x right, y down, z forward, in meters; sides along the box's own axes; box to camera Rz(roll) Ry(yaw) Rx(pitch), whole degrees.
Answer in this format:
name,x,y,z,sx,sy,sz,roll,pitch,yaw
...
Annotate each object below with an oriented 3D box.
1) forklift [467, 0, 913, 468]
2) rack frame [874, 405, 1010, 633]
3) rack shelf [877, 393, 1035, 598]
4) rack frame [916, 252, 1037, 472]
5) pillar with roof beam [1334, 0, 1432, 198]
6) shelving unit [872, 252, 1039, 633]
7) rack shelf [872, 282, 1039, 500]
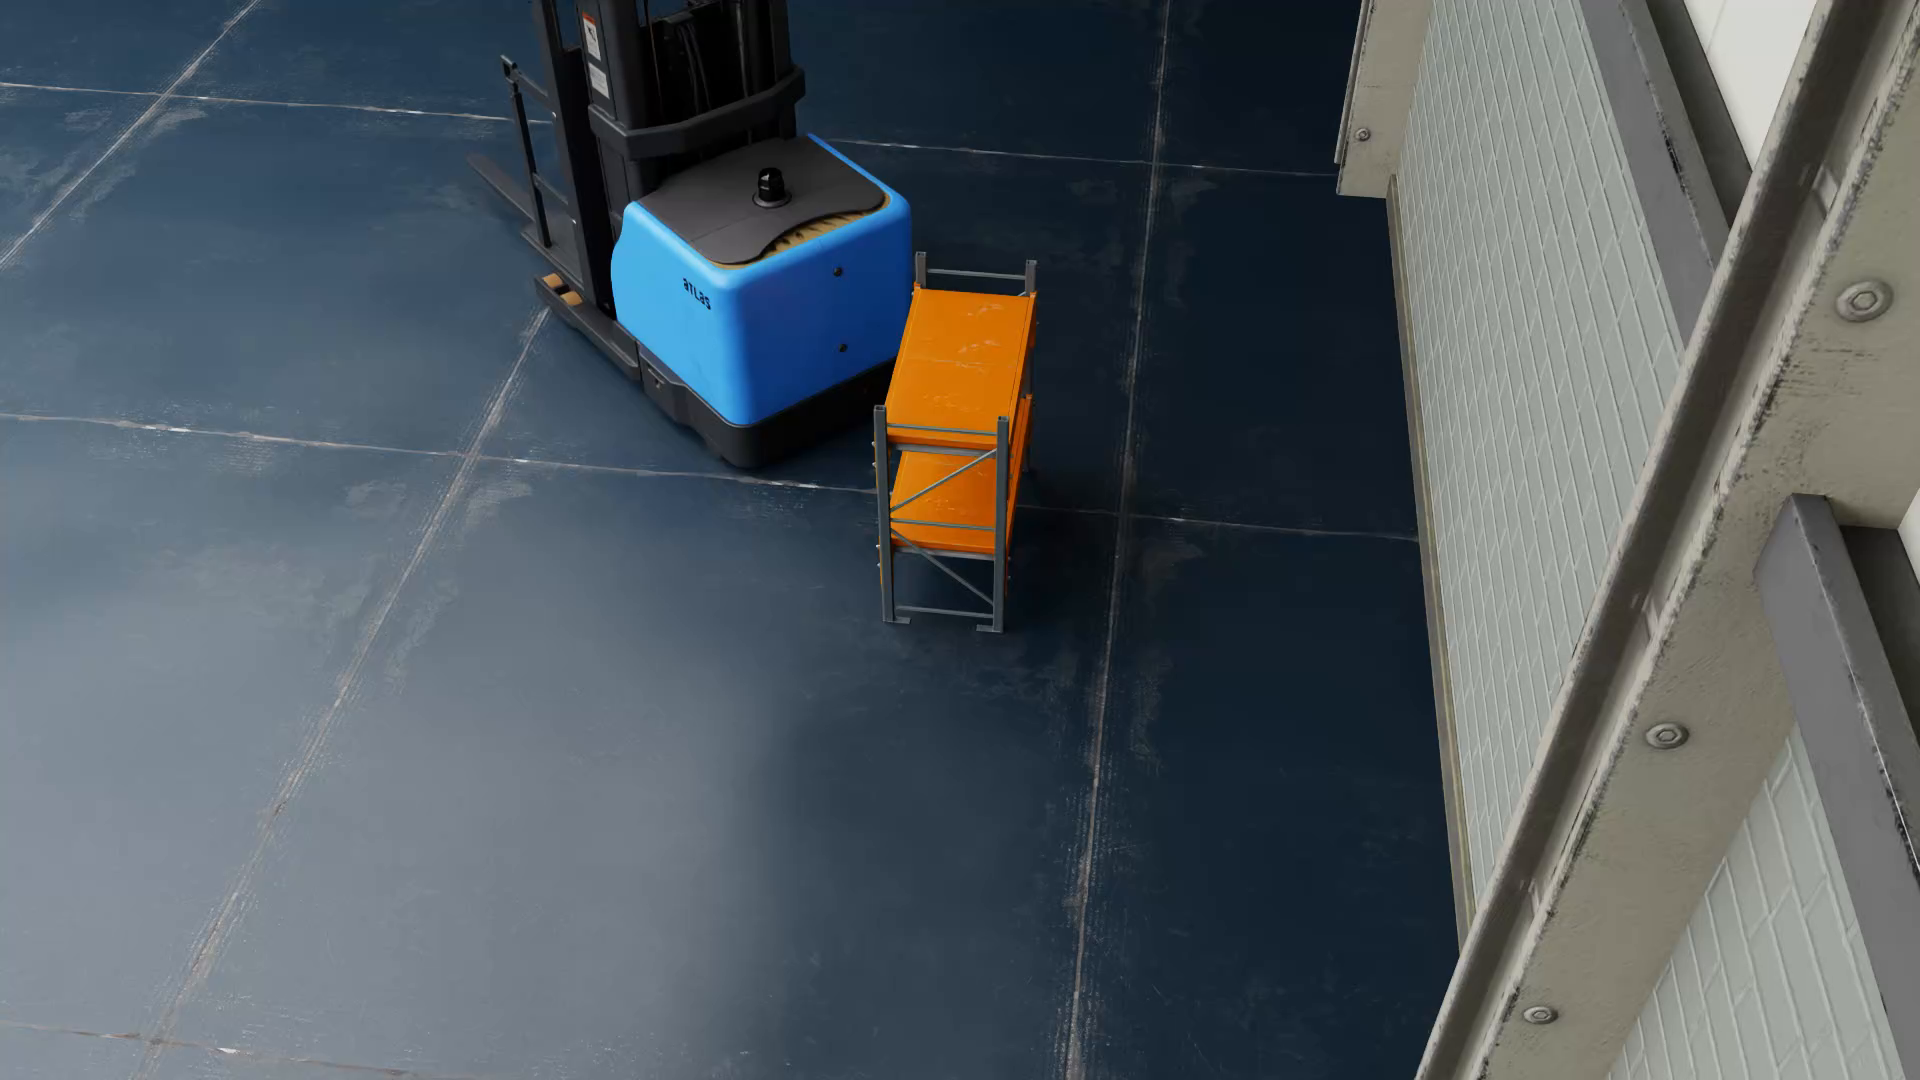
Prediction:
name,x,y,z,sx,sy,sz,roll,pitch,yaw
forklift,-1.511,-2.344,7.594,1.130,2.935,3.031,-29,50,-27
rack frame,-0.068,-0.057,6.492,0.500,1.125,0.032,5,44,6
rack shelf,-0.001,-0.226,7.026,0.538,0.278,1.000,5,44,6
rack frame,0.066,-0.750,7.224,0.500,1.125,0.032,5,44,6
pillar with roof beam,-1.984,-5.709,6.735,9.100,9.000,0.400,5,44,6
shelving unit,-0.001,-0.404,6.858,0.538,1.125,1.048,5,44,6
rack shelf,-0.001,-0.616,6.657,0.538,0.278,1.000,5,44,6
